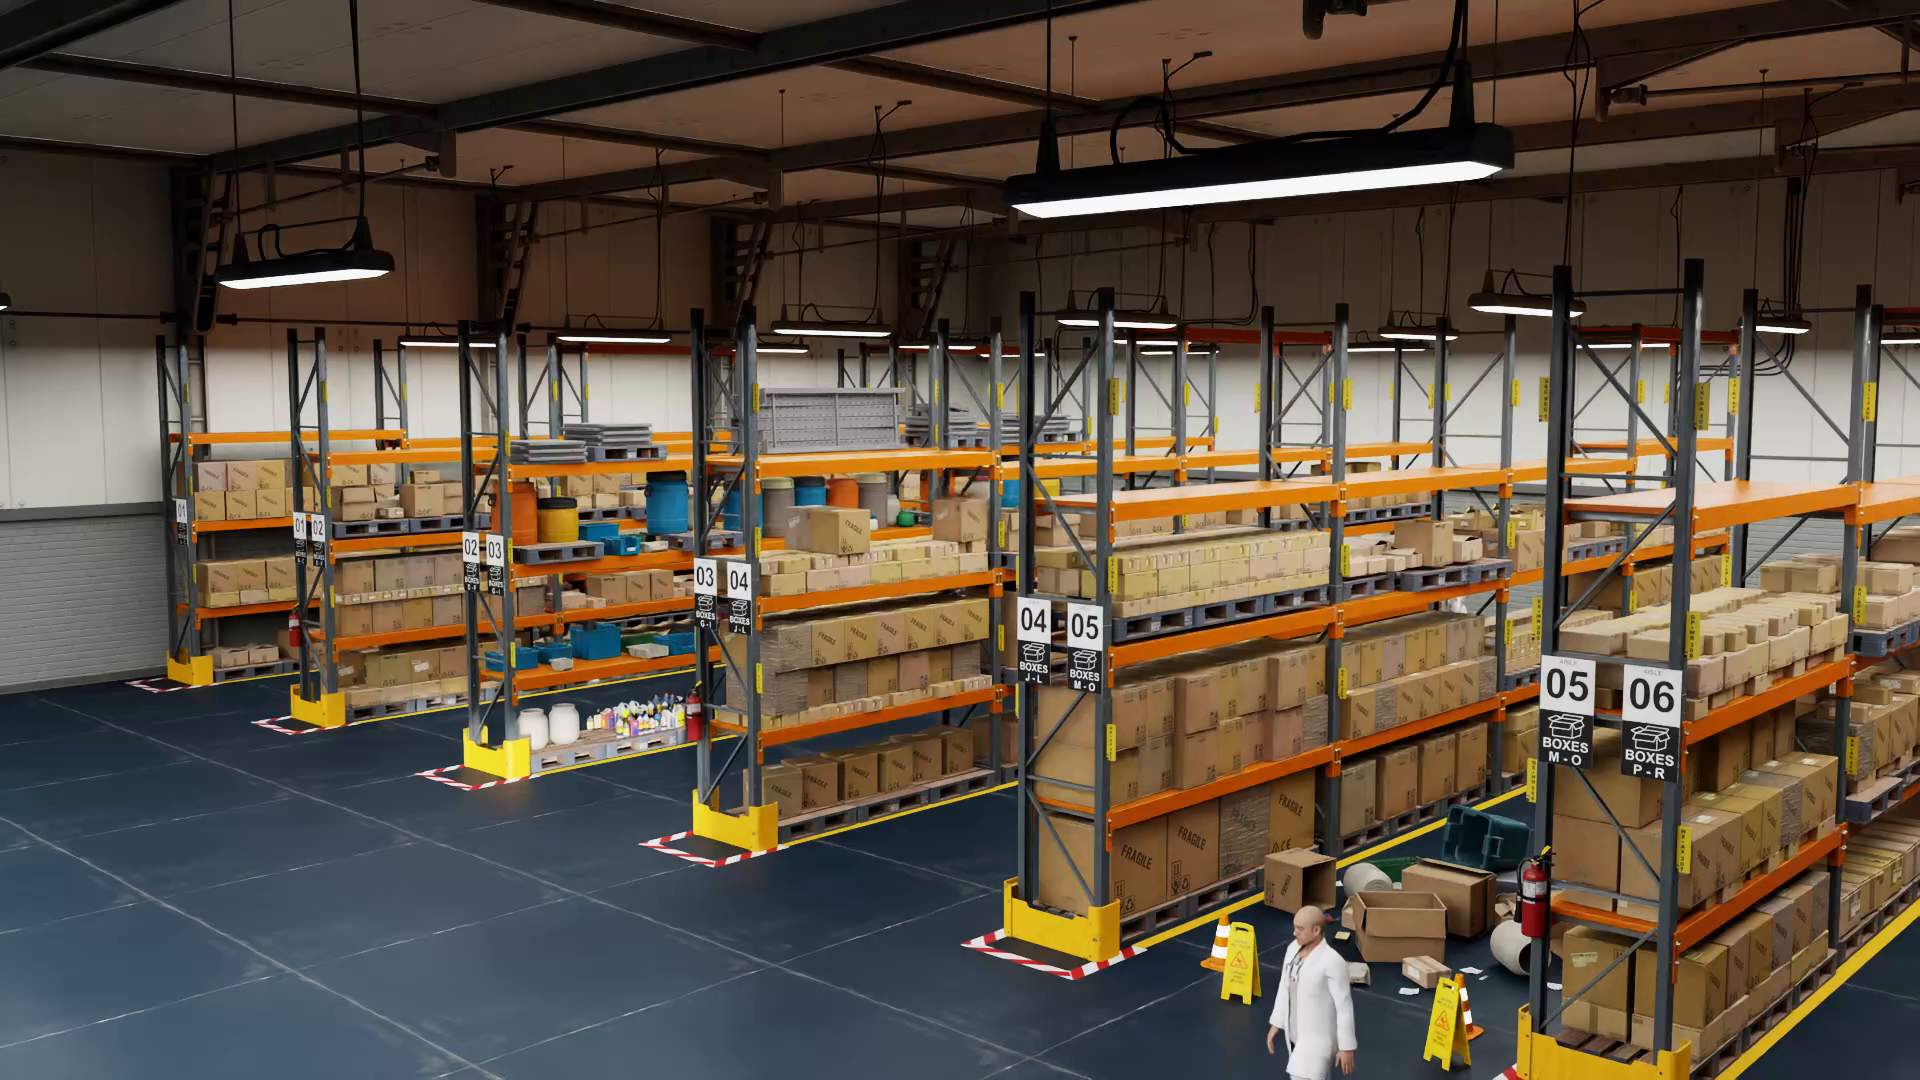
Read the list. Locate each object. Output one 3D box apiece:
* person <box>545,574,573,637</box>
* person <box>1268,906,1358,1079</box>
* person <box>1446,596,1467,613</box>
[{"bbox_3d":[-7.427,1.392,31.195,0.669,1.722,0.649,4,7,34],"label":"person"},{"bbox_3d":[2.223,3.254,10.845,0.940,1.744,0.621,-2,6,-20],"label":"person"},{"bbox_3d":[9.262,1.436,30.972,0.931,1.641,0.509,4,7,38],"label":"person"}]
